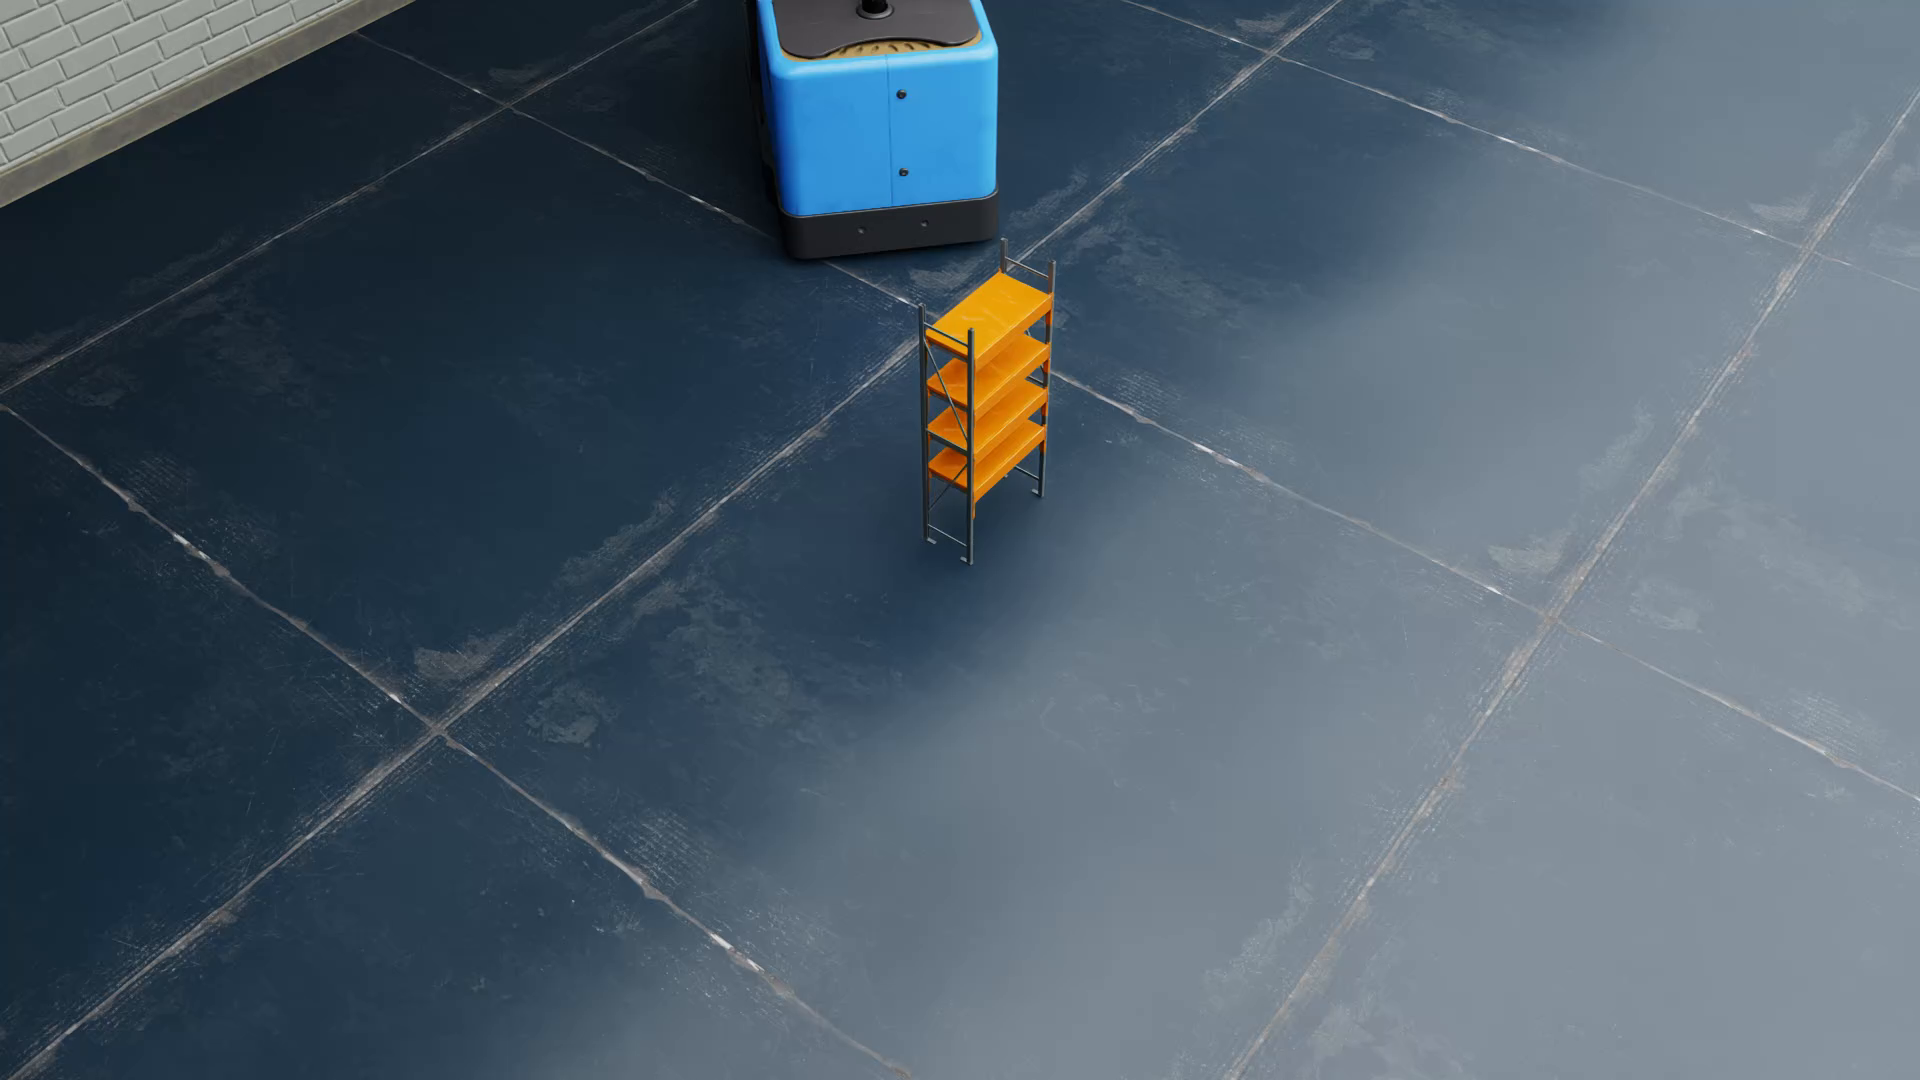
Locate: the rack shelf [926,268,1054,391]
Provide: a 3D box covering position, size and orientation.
[{"bbox_3d":[0.101,-0.781,6.122,0.258,0.148,0.480,29,53,25],"label":"rack shelf"}]

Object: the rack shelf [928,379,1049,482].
[{"bbox_3d":[0.101,-0.463,6.455,0.258,0.148,0.480,29,53,25],"label":"rack shelf"}]

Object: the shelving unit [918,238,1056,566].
[{"bbox_3d":[0.101,-0.509,6.407,0.258,1.200,0.503,29,53,25],"label":"shelving unit"}]

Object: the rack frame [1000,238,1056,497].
[{"bbox_3d":[0.250,-0.649,6.540,0.240,1.200,0.015,29,53,25],"label":"rack frame"}]

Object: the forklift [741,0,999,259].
[{"bbox_3d":[-0.576,-3.433,8.003,1.130,2.935,3.031,-7,47,-7],"label":"forklift"}]

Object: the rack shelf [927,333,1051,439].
[{"bbox_3d":[0.101,-0.617,6.294,0.258,0.148,0.480,29,53,25],"label":"rack shelf"}]

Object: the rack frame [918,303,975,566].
[{"bbox_3d":[-0.048,-0.370,6.273,0.240,1.200,0.015,29,53,25],"label":"rack frame"}]

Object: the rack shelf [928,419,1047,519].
[{"bbox_3d":[0.101,-0.326,6.599,0.258,0.148,0.480,29,53,25],"label":"rack shelf"}]
